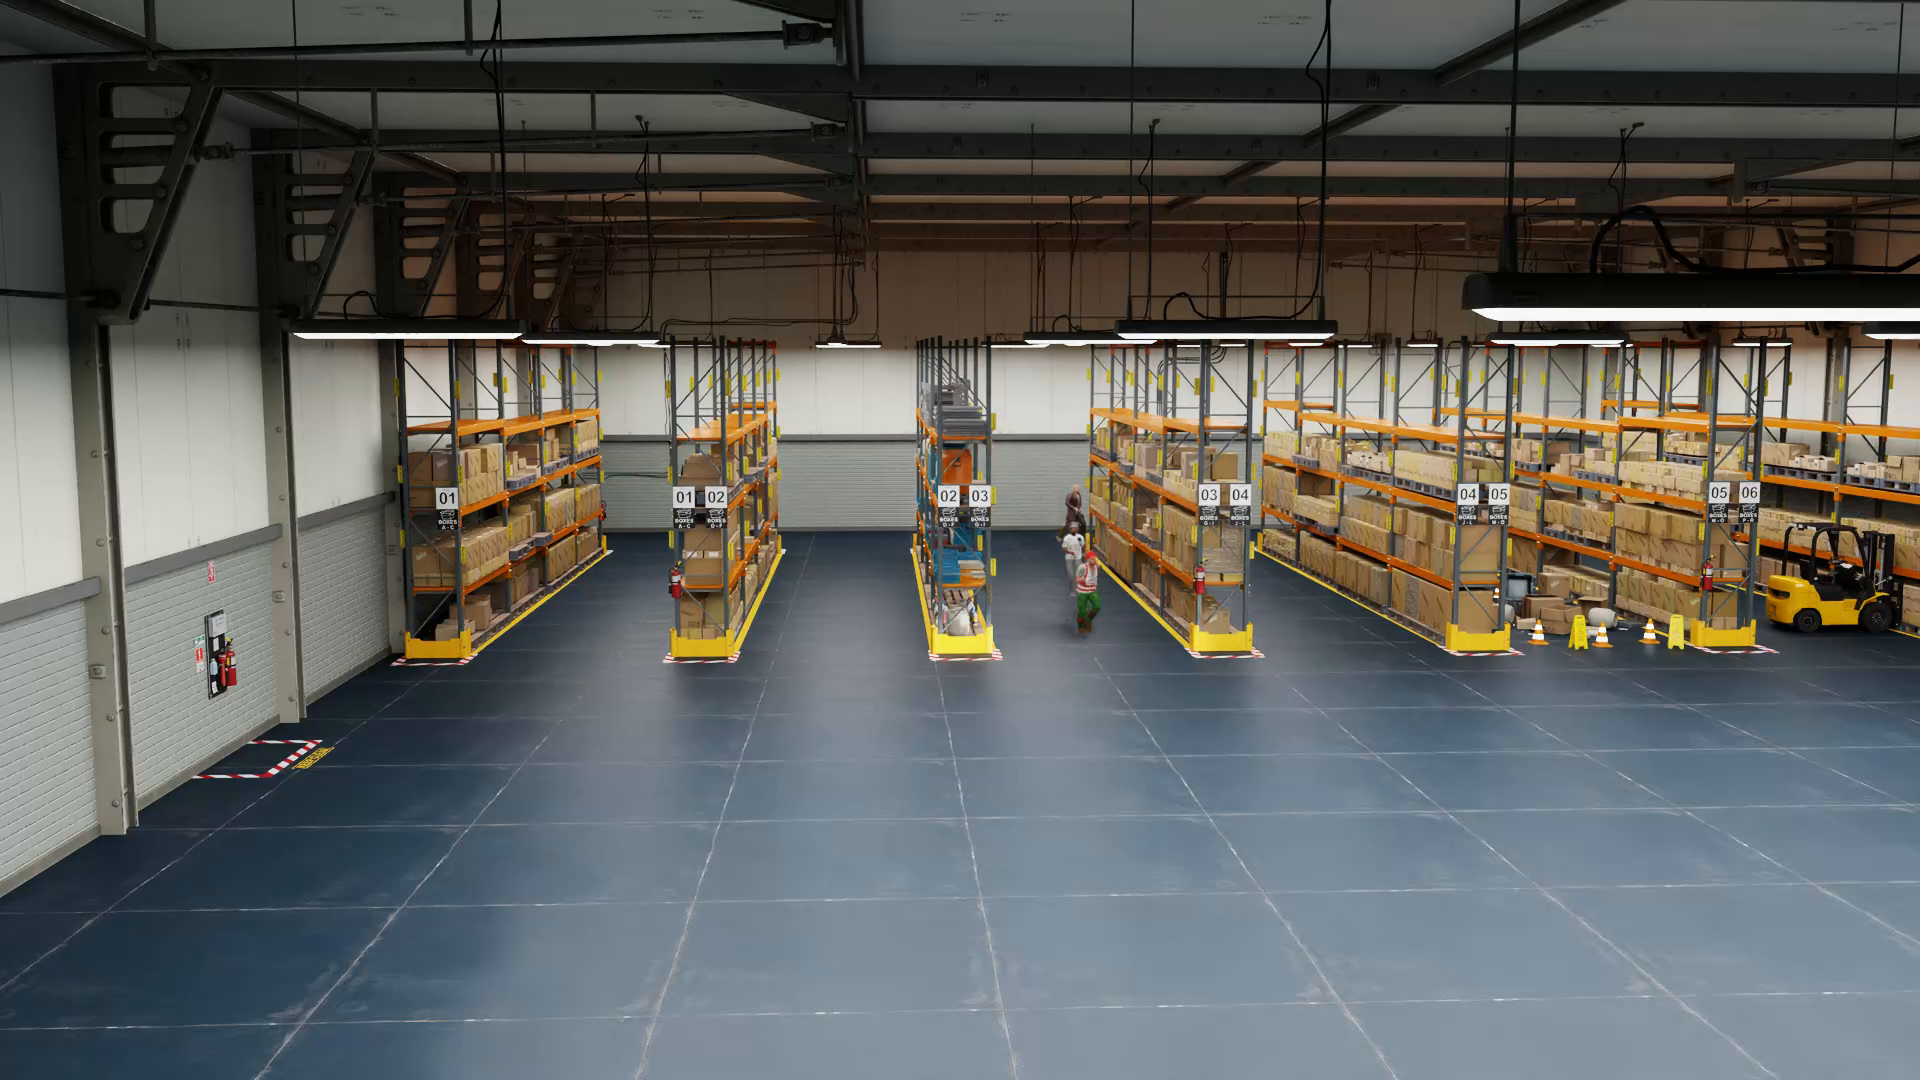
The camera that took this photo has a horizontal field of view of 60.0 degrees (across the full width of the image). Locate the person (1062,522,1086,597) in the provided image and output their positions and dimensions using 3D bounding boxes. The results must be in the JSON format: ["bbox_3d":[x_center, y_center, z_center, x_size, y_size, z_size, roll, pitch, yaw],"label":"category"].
[{"bbox_3d":[2.538,0.439,36.724,0.562,1.684,0.562,0,7,-3],"label":"person"}]

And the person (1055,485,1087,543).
[{"bbox_3d":[3.377,-0.770,49.692,0.821,1.777,0.934,5,8,39],"label":"person"}]

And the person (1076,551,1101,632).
[{"bbox_3d":[2.587,1.051,33.459,0.632,1.699,0.859,-2,7,-20],"label":"person"}]
